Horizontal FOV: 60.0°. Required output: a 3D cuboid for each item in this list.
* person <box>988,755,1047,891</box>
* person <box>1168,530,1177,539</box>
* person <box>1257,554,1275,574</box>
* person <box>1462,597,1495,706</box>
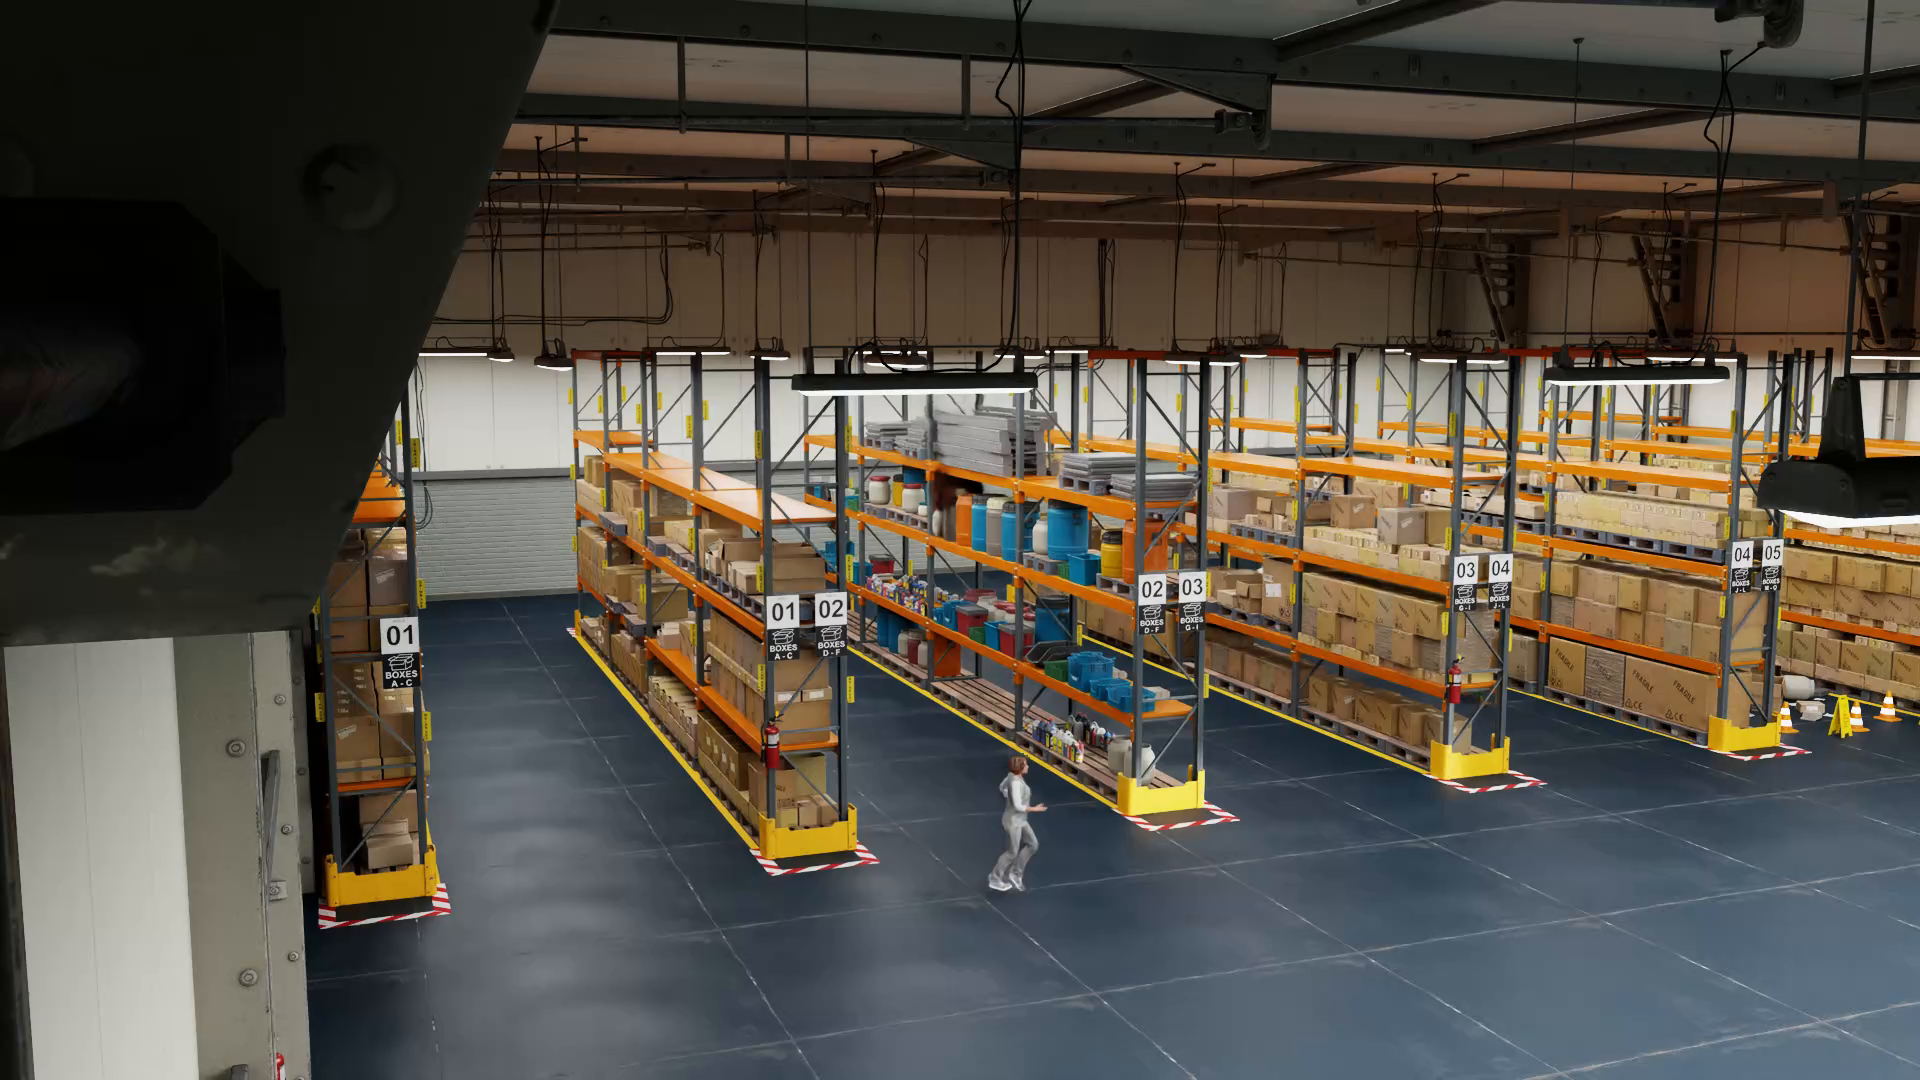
[{"bbox_3d":[0.653,3.220,18.810,0.670,1.624,0.566,1,7,7],"label":"person"},{"bbox_3d":[5.082,0.391,41.135,0.570,1.666,0.771,-6,9,-39],"label":"person"},{"bbox_3d":[6.540,1.112,35.093,0.613,1.678,0.941,-2,8,-19],"label":"person"},{"bbox_3d":[8.878,1.869,28.573,0.677,1.800,0.901,-4,8,-30],"label":"person"}]
